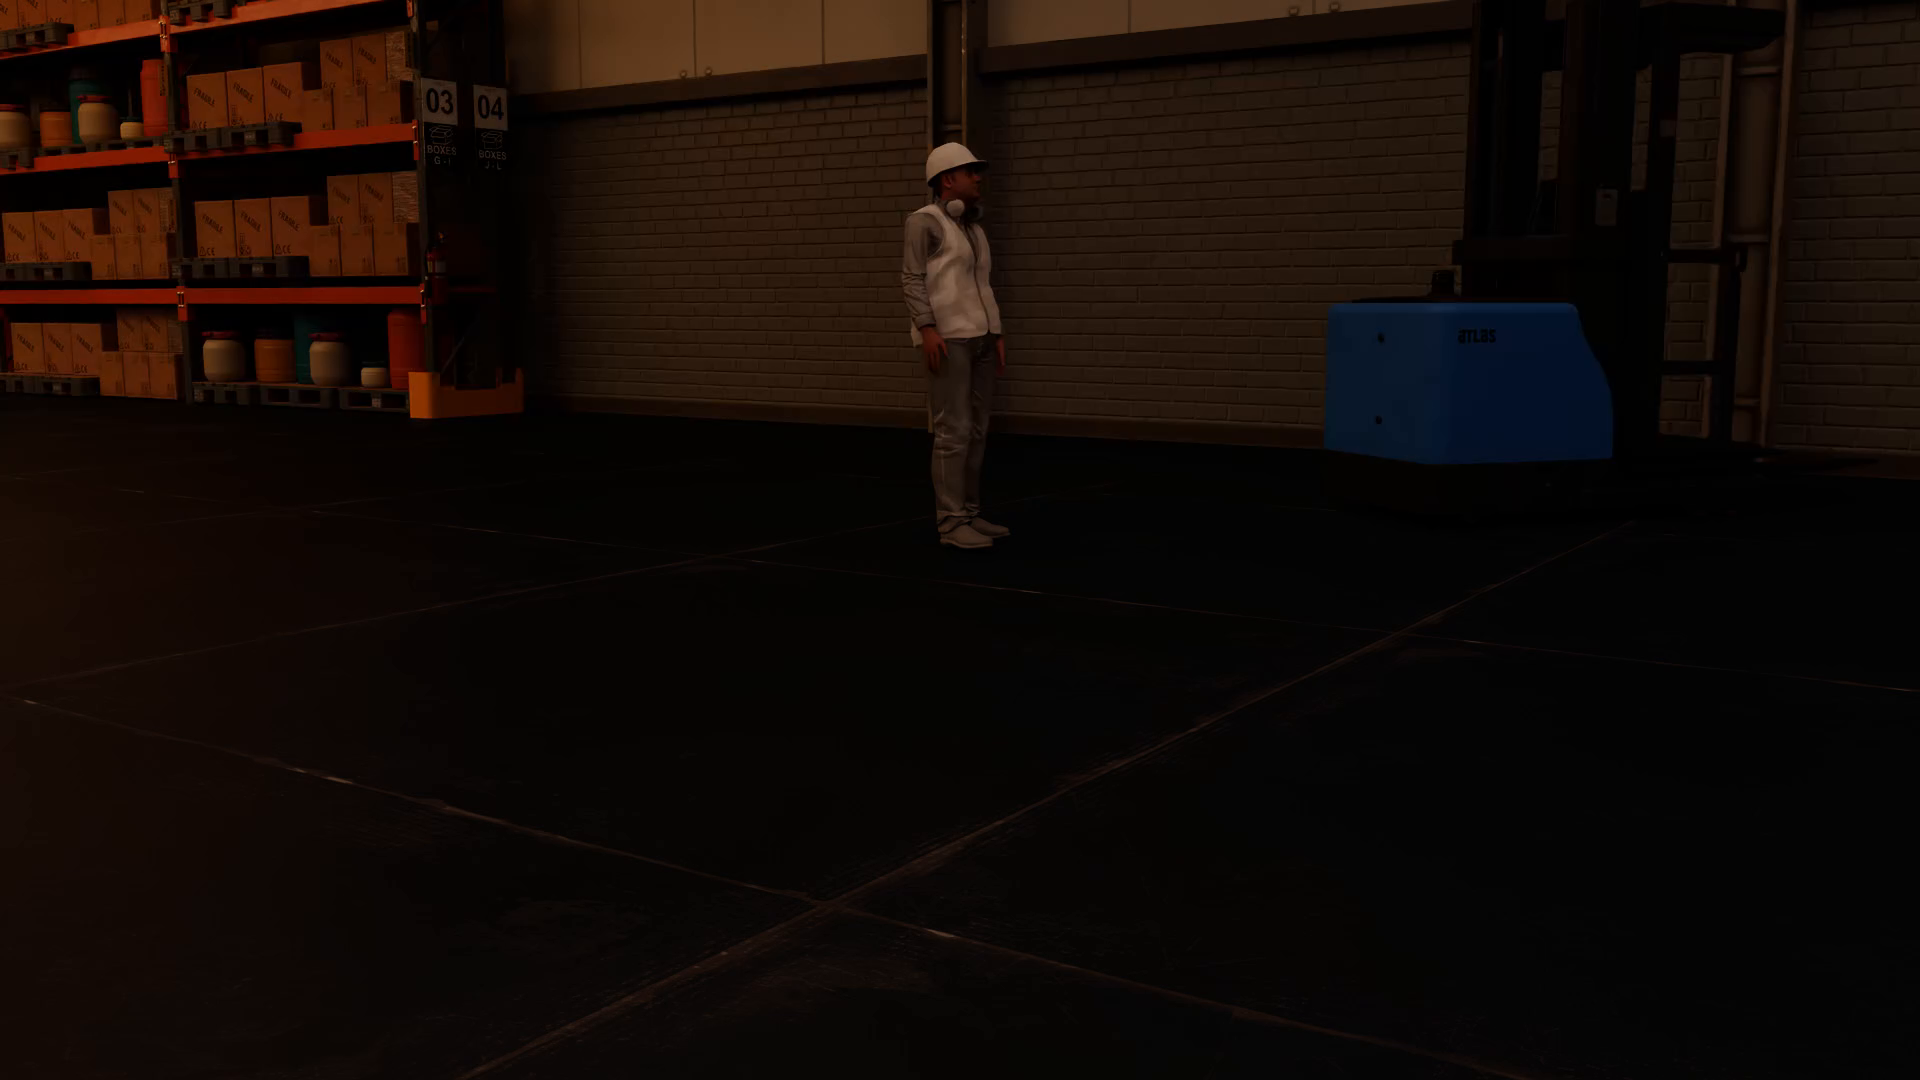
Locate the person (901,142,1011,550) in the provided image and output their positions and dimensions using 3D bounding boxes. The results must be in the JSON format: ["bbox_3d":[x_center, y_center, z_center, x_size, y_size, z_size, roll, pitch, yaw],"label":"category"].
[{"bbox_3d":[0.047,-0.880,7.437,0.568,1.774,0.633,5,10,34],"label":"person"}]

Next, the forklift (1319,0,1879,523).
[{"bbox_3d":[3.472,-1.634,8.682,3.031,2.935,1.130,-3,9,-20],"label":"forklift"}]
